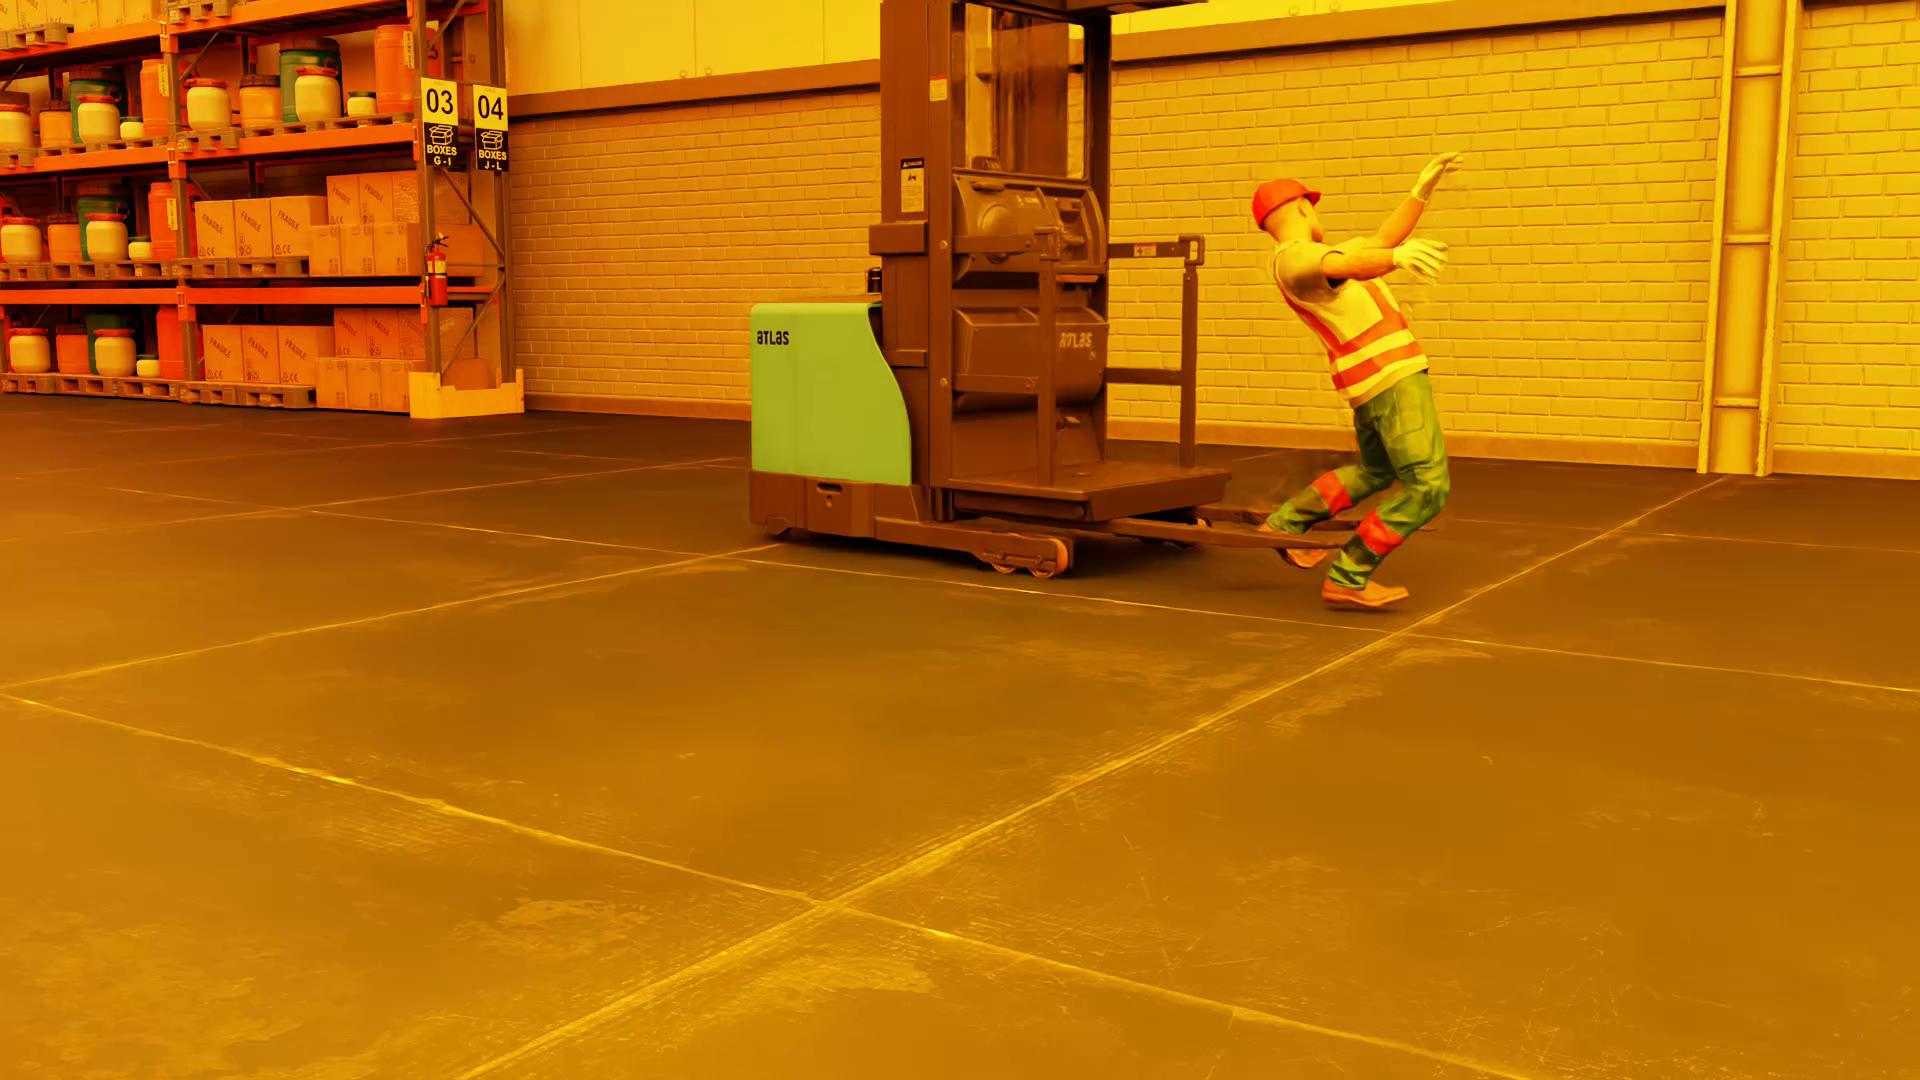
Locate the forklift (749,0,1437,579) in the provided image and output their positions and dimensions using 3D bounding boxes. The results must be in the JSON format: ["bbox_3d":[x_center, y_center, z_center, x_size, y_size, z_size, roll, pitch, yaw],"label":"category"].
[{"bbox_3d":[0.465,-1.381,6.906,3.031,2.935,1.130,7,11,41],"label":"forklift"}]

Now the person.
[{"bbox_3d":[1.391,-0.551,5.723,0.725,1.565,1.105,0,8,3],"label":"person"}]
